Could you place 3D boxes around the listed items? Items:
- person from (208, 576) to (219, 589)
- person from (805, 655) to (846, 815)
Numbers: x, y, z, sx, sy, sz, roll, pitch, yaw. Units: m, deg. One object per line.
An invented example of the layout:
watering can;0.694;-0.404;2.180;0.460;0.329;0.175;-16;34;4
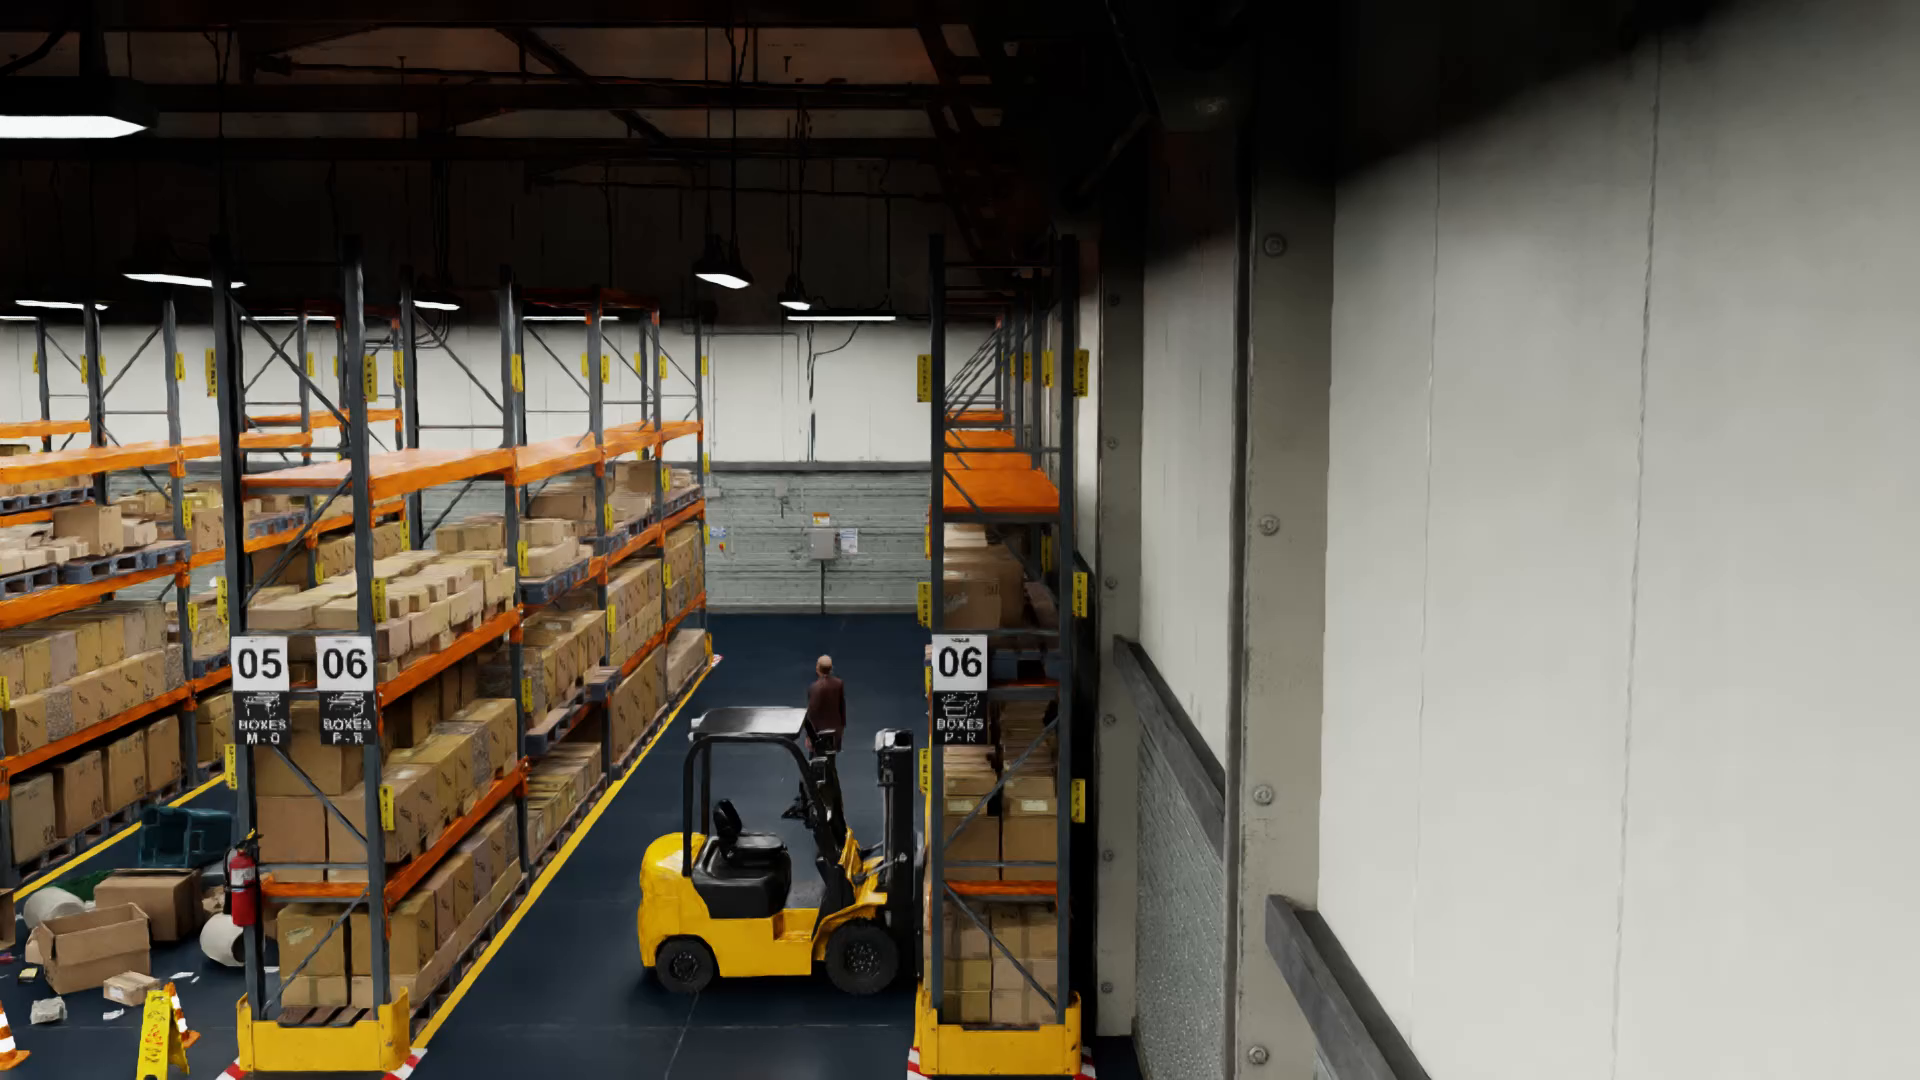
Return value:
person;-11.668;1.411;26.285;0.543;1.700;1.119;0;6;-3
person;-1.561;2.182;18.897;0.642;1.771;0.693;3;7;24
